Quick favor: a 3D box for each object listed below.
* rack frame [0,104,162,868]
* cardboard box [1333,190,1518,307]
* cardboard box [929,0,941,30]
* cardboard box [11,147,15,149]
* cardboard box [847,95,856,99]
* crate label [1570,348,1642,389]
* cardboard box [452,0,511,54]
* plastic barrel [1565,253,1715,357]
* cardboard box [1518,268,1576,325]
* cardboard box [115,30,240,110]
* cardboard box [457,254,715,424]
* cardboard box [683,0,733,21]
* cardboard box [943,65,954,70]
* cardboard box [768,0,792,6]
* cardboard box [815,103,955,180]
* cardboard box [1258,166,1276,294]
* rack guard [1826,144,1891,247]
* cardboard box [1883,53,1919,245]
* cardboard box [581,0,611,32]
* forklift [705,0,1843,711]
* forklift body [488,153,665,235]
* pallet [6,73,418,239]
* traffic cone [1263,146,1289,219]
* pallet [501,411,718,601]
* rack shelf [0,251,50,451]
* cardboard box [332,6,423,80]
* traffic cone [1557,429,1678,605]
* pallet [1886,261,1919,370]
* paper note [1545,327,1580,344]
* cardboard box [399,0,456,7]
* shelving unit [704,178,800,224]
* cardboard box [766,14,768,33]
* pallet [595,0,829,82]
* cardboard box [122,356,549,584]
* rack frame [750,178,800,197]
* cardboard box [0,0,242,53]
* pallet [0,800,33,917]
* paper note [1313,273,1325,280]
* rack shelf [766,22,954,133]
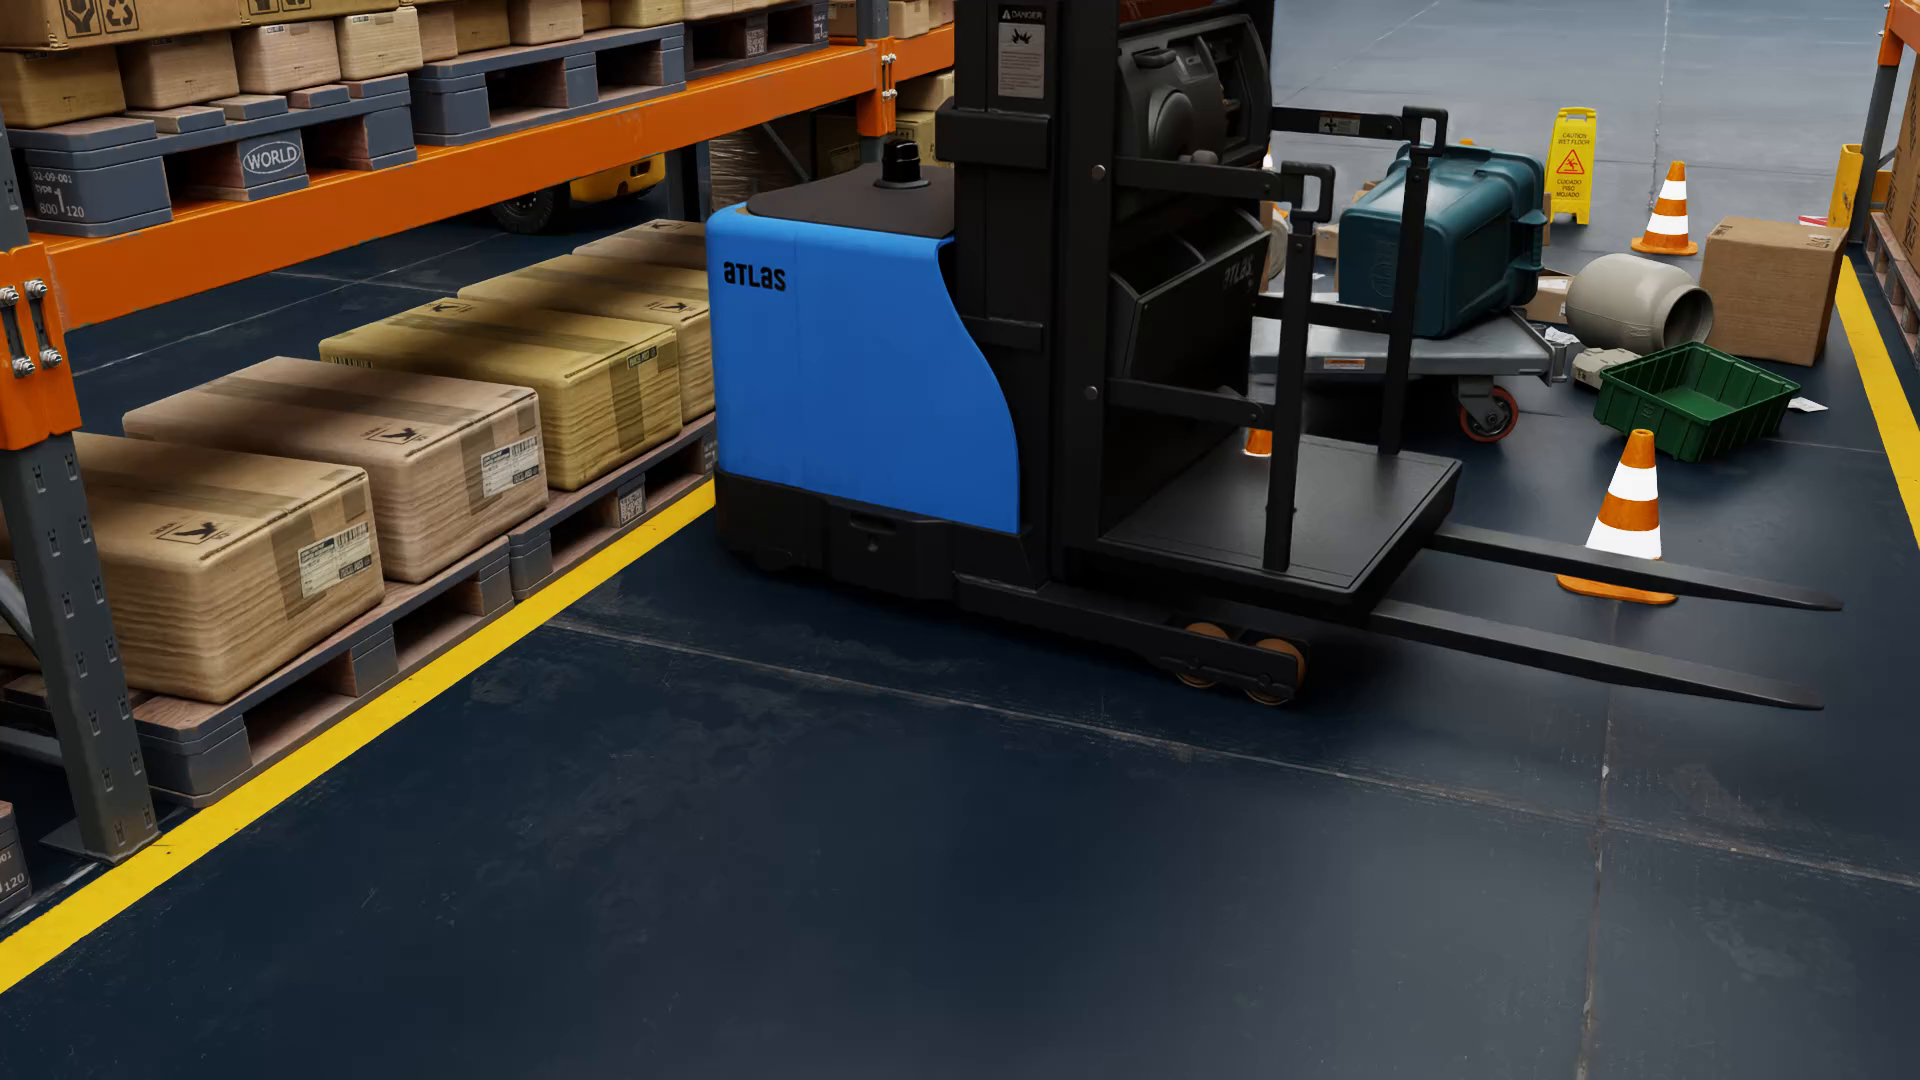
[{"bbox_3d":[-2.251,-0.775,3.215,1.000,3.000,0.127,9,24,20],"label":"rack frame"},{"bbox_3d":[2.079,-1.222,7.347,0.797,0.637,0.503,9,24,20],"label":"cardboard box"},{"bbox_3d":[-0.304,-2.255,7.084,0.380,0.149,0.250,10,24,22],"label":"cardboard box"},{"bbox_3d":[-4.908,-2.201,9.001,0.500,0.250,0.500,9,24,20],"label":"cardboard box"},{"bbox_3d":[-0.607,-1.910,7.981,0.500,0.500,0.500,9,24,21],"label":"cardboard box"},{"bbox_3d":[2.629,-0.682,6.705,0.298,0.136,0.250,-7,24,-17],"label":"crate label"},{"bbox_3d":[-1.469,-1.430,4.563,0.380,0.149,0.250,10,25,22],"label":"cardboard box"},{"bbox_3d":[2.866,-0.971,7.026,0.421,0.421,0.512,-12,25,-26],"label":"plastic barrel"},{"bbox_3d":[2.797,-1.151,7.662,0.396,0.266,0.258,13,26,29],"label":"cardboard box"},{"bbox_3d":[-1.821,-1.039,3.627,0.380,0.149,0.250,7,24,17],"label":"cardboard box"},{"bbox_3d":[-1.221,-0.742,6.000,0.950,0.372,0.625,10,25,23],"label":"cardboard box"},{"bbox_3d":[-0.968,-1.780,5.401,0.380,0.149,0.250,9,24,20],"label":"cardboard box"},{"bbox_3d":[-0.004,-2.170,7.761,0.380,0.149,0.250,10,25,22],"label":"cardboard box"},{"bbox_3d":[-0.814,-1.969,5.854,0.380,0.149,0.250,8,24,18],"label":"cardboard box"},{"bbox_3d":[-0.295,-1.650,7.359,0.500,0.500,0.500,10,25,23],"label":"cardboard box"},{"bbox_3d":[0.899,-1.159,6.393,0.500,0.500,0.500,9,24,20],"label":"cardboard box"},{"bbox_3d":[5.363,-1.821,8.961,1.175,0.500,0.348,9,24,20],"label":"rack guard"},{"bbox_3d":[5.164,-1.927,8.183,0.875,0.875,0.875,9,24,20],"label":"cardboard box"},{"bbox_3d":[-1.285,-1.618,5.014,0.380,0.149,0.250,8,24,18],"label":"cardboard box"},{"bbox_3d":[0.799,-1.165,4.235,3.031,2.935,1.130,12,26,27],"label":"forklift"},{"bbox_3d":[-2.899,-3.016,9.680,2.313,2.155,1.214,9,24,20],"label":"forklift body"},{"bbox_3d":[-2.085,-0.957,3.899,1.213,0.211,1.003,9,24,20],"label":"pallet"},{"bbox_3d":[1.759,-2.129,9.747,0.336,0.463,0.334,9,24,20],"label":"traffic cone"},{"bbox_3d":[-1.504,-0.203,5.463,1.003,0.211,1.213,9,24,20],"label":"pallet"},{"bbox_3d":[-2.993,0.272,1.640,1.077,0.370,4.000,9,24,20],"label":"rack shelf"},{"bbox_3d":[-1.555,-1.226,4.075,0.380,0.149,0.250,9,24,20],"label":"cardboard box"},{"bbox_3d":[1.968,-0.100,4.889,0.336,0.463,0.334,9,24,20],"label":"traffic cone"},{"bbox_3d":[4.675,-0.947,7.242,1.003,0.211,1.213,9,24,20],"label":"pallet"},{"bbox_3d":[2.674,-0.909,7.396,0.172,0.023,0.155,19,29,38],"label":"paper note"},{"bbox_3d":[-1.490,-1.659,4.269,0.500,0.500,0.500,9,24,21],"label":"cardboard box"},{"bbox_3d":[-0.633,-0.600,5.325,0.215,1.050,0.252,12,25,26],"label":"shelving unit"},{"bbox_3d":[-0.928,-2.250,7.070,0.380,0.149,0.250,9,24,20],"label":"cardboard box"},{"bbox_3d":[-1.184,-1.866,6.073,1.003,0.211,1.213,9,24,20],"label":"pallet"},{"bbox_3d":[-1.765,-0.223,4.756,0.950,0.372,0.625,8,24,19],"label":"cardboard box"},{"bbox_3d":[-0.575,-0.642,5.424,0.200,1.050,0.008,12,25,26],"label":"rack frame"},{"bbox_3d":[-1.869,-1.280,3.363,0.500,0.500,0.500,8,24,19],"label":"cardboard box"},{"bbox_3d":[-2.613,0.783,3.102,1.003,0.211,1.213,9,24,20],"label":"pallet"},{"bbox_3d":[1.763,-1.357,8.474,0.148,0.019,0.142,19,29,38],"label":"paper note"},{"bbox_3d":[-0.022,-2.591,8.493,1.077,0.370,4.000,9,24,20],"label":"rack shelf"}]
